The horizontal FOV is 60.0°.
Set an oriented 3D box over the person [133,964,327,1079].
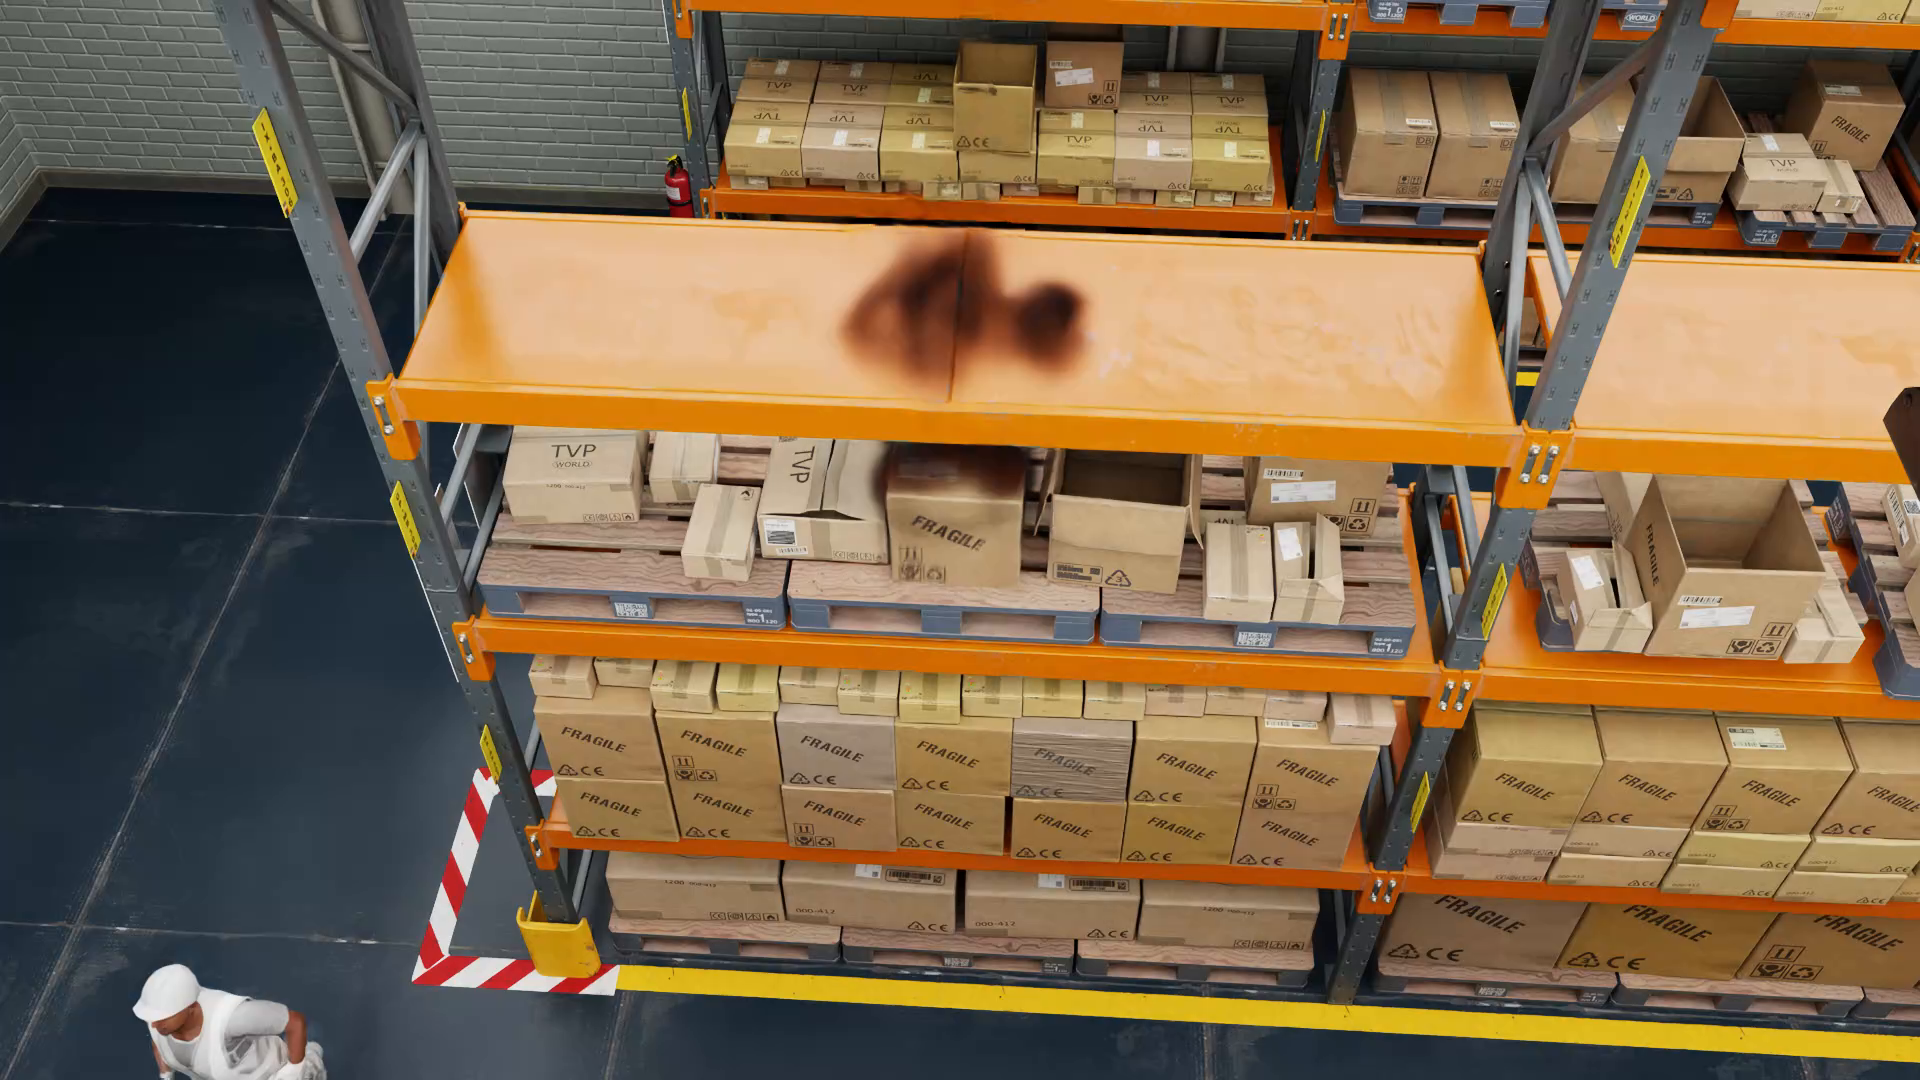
[{"bbox_3d":[-3.214,2.350,7.453,0.706,1.745,0.679,10,49,9],"label":"person"}]
